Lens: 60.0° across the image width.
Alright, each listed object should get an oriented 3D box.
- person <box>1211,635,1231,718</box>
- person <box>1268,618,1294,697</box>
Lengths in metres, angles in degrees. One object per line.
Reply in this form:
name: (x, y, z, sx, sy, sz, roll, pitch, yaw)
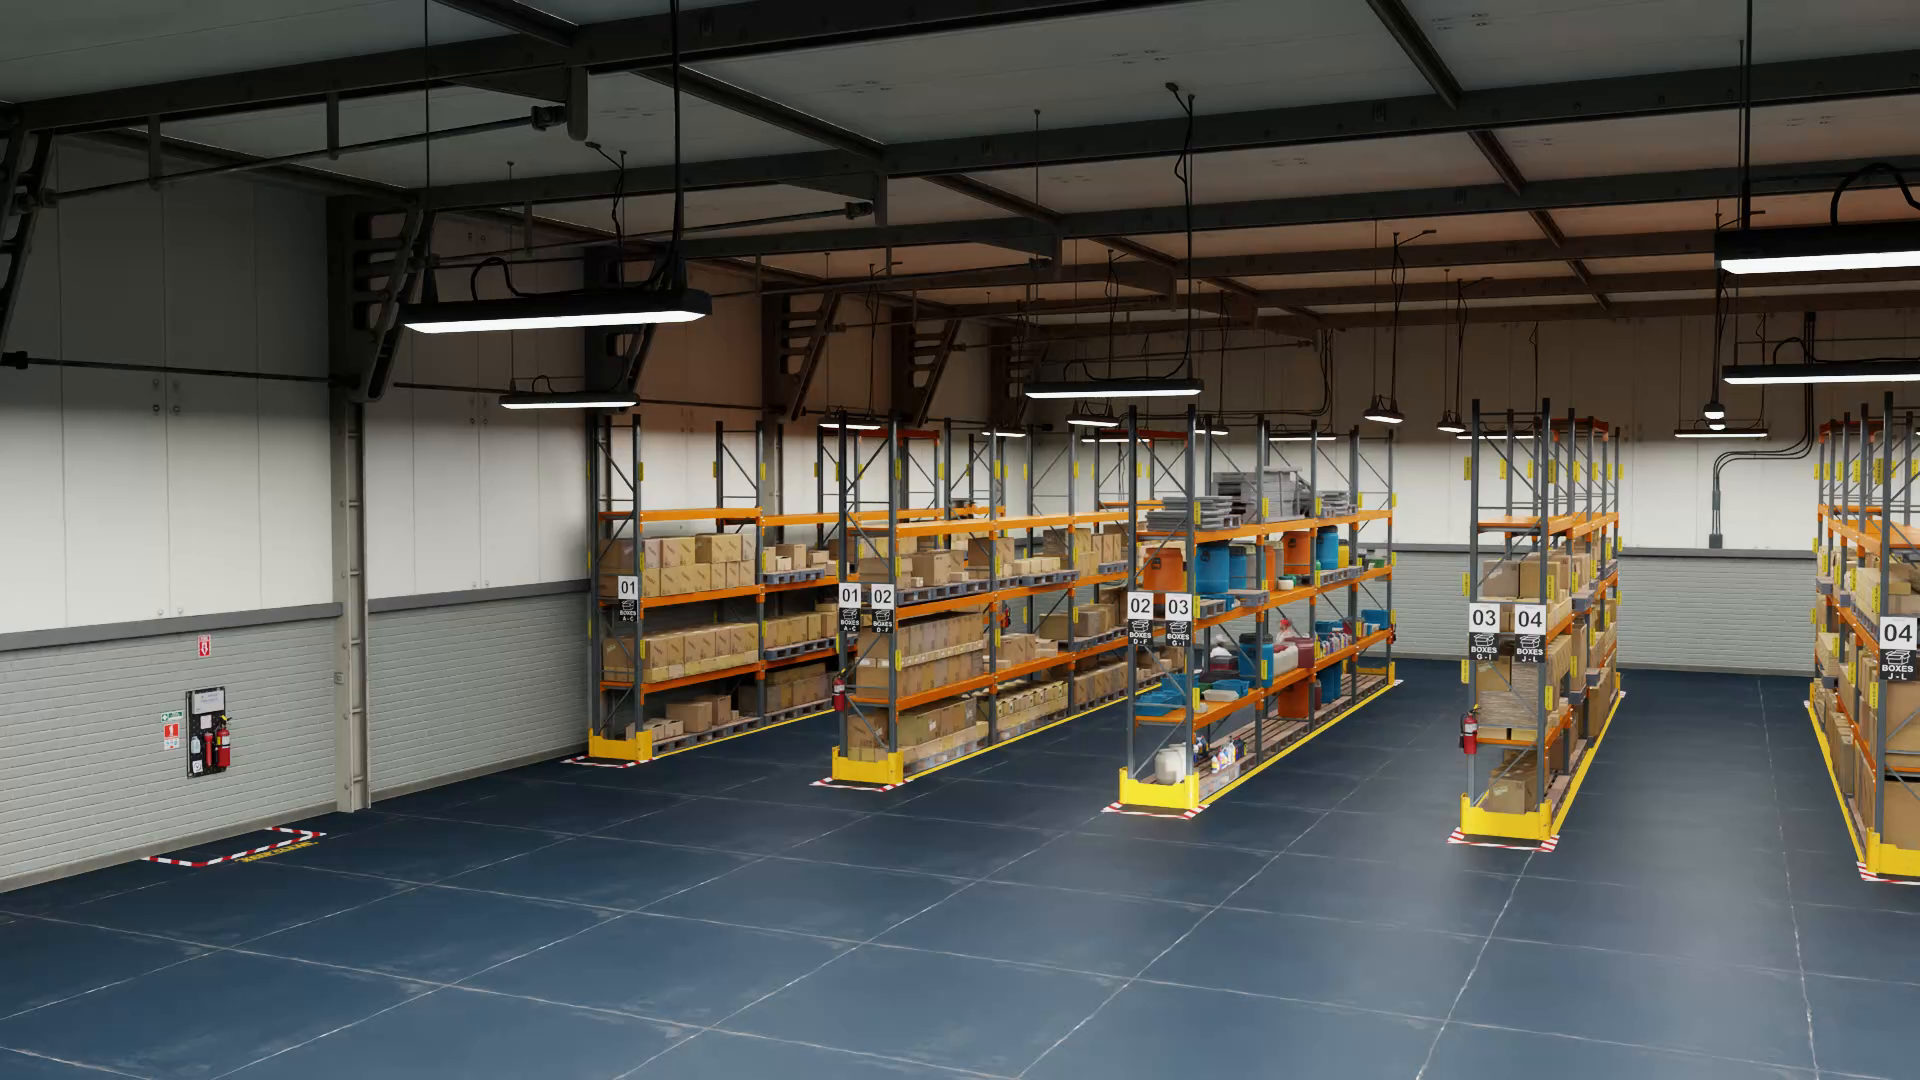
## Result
person: (5.244, 2.764, 33.633, 0.500, 1.683, 0.439, -1, 3, -31)
person: (7.217, 2.608, 37.036, 0.482, 1.747, 1.028, 2, 3, 38)
